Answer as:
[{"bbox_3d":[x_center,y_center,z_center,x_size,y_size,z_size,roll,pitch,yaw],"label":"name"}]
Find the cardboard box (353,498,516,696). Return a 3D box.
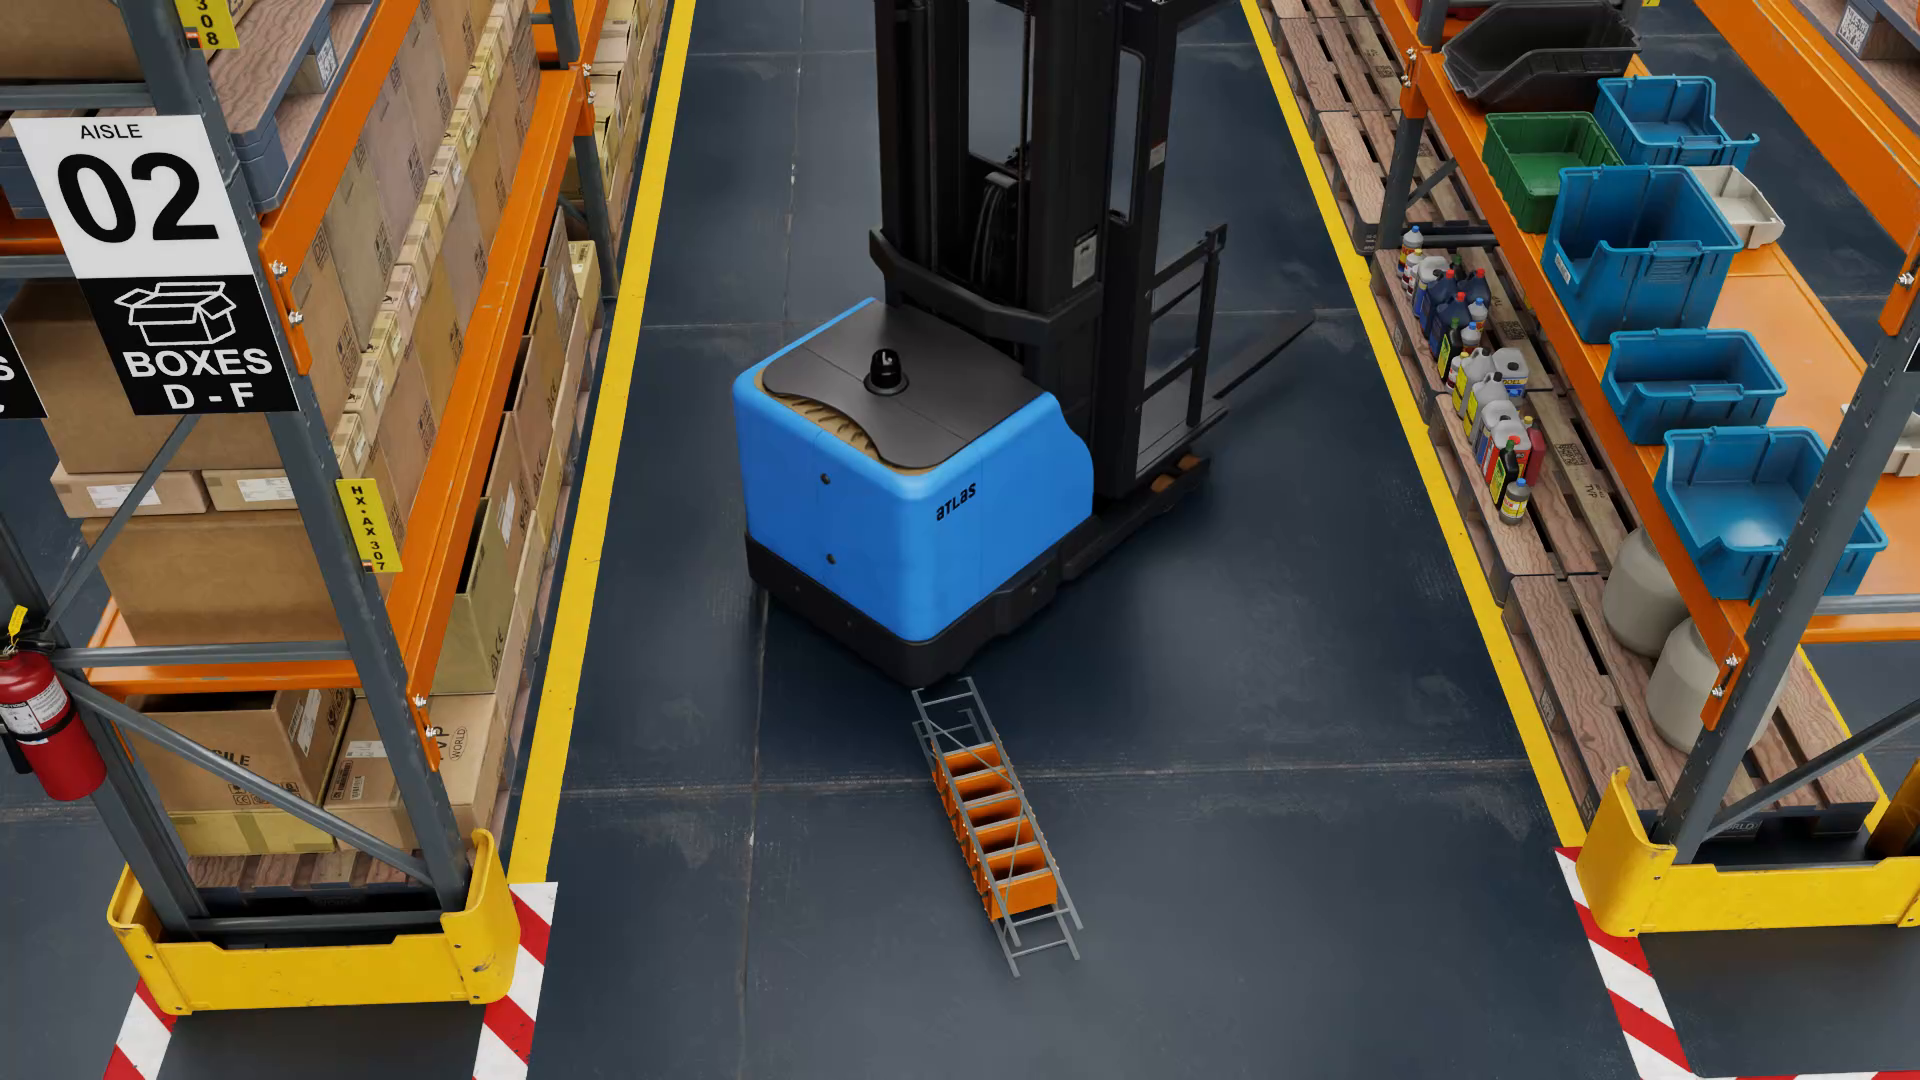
[{"bbox_3d":[-1.928,0.202,5.979,0.500,0.500,0.500,-2,43,-2],"label":"cardboard box"}]

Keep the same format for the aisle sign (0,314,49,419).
[{"bbox_3d":[-2.395,-0.580,3.739,0.394,0.787,0.004,-2,43,-2],"label":"aisle sign"}]

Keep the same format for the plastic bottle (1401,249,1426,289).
[{"bbox_3d":[2.254,-1.349,8.247,0.097,0.201,0.097,0,43,0],"label":"plastic bottle"}]

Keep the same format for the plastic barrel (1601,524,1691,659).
[{"bbox_3d":[2.719,0.168,6.378,0.421,0.512,0.421,0,43,0],"label":"plastic barrel"}]

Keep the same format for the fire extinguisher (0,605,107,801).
[{"bbox_3d":[-2.564,0.447,4.600,0.296,0.674,0.183,-2,43,-2],"label":"fire extinguisher"}]

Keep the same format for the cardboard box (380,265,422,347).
[{"bbox_3d":[-1.938,-0.739,5.282,0.380,0.149,0.250,-2,43,-2],"label":"cardboard box"}]

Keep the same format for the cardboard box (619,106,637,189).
[{"bbox_3d":[-2.065,-2.141,9.090,0.500,0.250,0.500,-1,43,-1],"label":"cardboard box"}]

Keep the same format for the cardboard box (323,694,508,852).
[{"bbox_3d":[-1.905,0.816,5.864,0.500,0.250,0.500,-2,43,-2],"label":"cardboard box"}]

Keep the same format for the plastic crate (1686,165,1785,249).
[{"bbox_3d":[2.996,-1.328,6.674,0.530,0.136,0.437,-2,43,-2],"label":"plastic crate"}]

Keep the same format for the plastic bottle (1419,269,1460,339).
[{"bbox_3d":[2.294,-1.143,7.912,0.144,0.351,0.185,-1,43,-1],"label":"plastic bottle"}]

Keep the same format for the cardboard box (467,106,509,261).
[{"bbox_3d":[-2.203,-1.418,6.503,0.700,0.500,0.500,-1,43,-1],"label":"cardboard box"}]

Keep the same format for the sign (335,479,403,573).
[{"bbox_3d":[-1.550,-0.035,4.369,0.100,0.325,0.005,-2,43,-2],"label":"sign"}]

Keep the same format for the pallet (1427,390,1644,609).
[{"bbox_3d":[2.716,-0.206,7.319,1.003,0.211,1.213,-2,43,-2],"label":"pallet"}]

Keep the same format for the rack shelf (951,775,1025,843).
[{"bbox_3d":[0.099,0.975,6.043,0.258,0.180,0.103,-12,44,-13],"label":"rack shelf"}]

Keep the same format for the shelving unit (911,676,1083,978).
[{"bbox_3d":[0.113,1.004,6.012,0.258,0.189,1.200,-12,44,-13],"label":"shelving unit"}]

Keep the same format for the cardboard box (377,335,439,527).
[{"bbox_3d":[-2.139,-0.381,5.372,0.700,0.500,0.500,-1,43,-1],"label":"cardboard box"}]

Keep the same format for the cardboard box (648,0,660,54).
[{"bbox_3d":[-2.135,-3.181,10.224,0.500,0.250,0.500,-1,43,-1],"label":"cardboard box"}]

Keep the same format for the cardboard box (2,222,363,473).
[{"bbox_3d":[-2.114,-0.541,4.586,0.700,0.500,0.500,-1,43,-2],"label":"cardboard box"}]

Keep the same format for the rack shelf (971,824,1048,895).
[{"bbox_3d":[0.173,1.129,5.875,0.258,0.180,0.103,-12,44,-13],"label":"rack shelf"}]

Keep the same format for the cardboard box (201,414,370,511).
[{"bbox_3d":[-1.906,-0.222,4.718,0.380,0.149,0.250,-2,43,-2],"label":"cardboard box"}]

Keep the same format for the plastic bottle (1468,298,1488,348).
[{"bbox_3d":[2.421,-1.020,7.836,0.097,0.271,0.097,0,43,0],"label":"plastic bottle"}]

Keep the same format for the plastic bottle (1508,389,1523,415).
[{"bbox_3d":[2.447,-0.581,7.410,0.097,0.201,0.097,0,43,0],"label":"plastic bottle"}]

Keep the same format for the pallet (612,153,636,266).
[{"bbox_3d":[-2.345,-1.843,9.105,1.003,0.211,1.213,-2,43,-2],"label":"pallet"}]

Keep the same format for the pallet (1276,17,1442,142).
[{"bbox_3d":[2.547,-2.841,10.193,1.003,0.211,1.213,-2,43,-2],"label":"pallet"}]

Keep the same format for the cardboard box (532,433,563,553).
[{"bbox_3d":[-1.967,-0.197,6.969,0.500,0.250,0.500,-2,43,-2],"label":"cardboard box"}]

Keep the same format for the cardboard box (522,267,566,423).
[{"bbox_3d":[-2.002,-0.810,7.083,0.500,0.500,0.500,-2,43,-2],"label":"cardboard box"}]

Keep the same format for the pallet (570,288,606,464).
[{"bbox_3d":[-2.283,-0.809,7.976,1.003,0.211,1.213,-2,43,-2],"label":"pallet"}]

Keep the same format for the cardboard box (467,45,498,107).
[{"bbox_3d":[-2.008,-1.786,6.425,0.380,0.149,0.250,-2,43,-2],"label":"cardboard box"}]

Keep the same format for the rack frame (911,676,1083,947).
[{"bbox_3d":[0.113,0.936,5.950,0.240,0.006,1.200,-12,44,-13],"label":"rack frame"}]

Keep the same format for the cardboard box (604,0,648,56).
[{"bbox_3d":[-2.110,-3.047,9.663,0.500,0.311,0.500,-1,43,-1],"label":"cardboard box"}]

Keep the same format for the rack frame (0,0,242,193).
[{"bbox_3d":[-2.105,-1.886,2.648,1.000,3.000,0.127,-2,43,-2],"label":"rack frame"}]

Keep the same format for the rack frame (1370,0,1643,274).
[{"bbox_3d":[2.674,-2.515,7.773,1.000,3.000,0.127,-2,43,-2],"label":"rack frame"}]

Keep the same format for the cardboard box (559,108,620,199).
[{"bbox_3d":[-2.043,-2.009,8.531,0.500,0.311,0.500,-2,43,-2],"label":"cardboard box"}]

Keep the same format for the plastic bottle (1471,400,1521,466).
[{"bbox_3d":[2.339,-0.464,7.227,0.152,0.276,0.135,-3,43,-3],"label":"plastic bottle"}]

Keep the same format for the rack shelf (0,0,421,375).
[{"bbox_3d":[-2.190,-1.865,5.378,1.077,0.370,4.000,-2,43,-2],"label":"rack shelf"}]

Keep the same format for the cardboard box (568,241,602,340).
[{"bbox_3d":[-2.037,-1.209,8.074,0.500,0.250,0.500,-2,43,-2],"label":"cardboard box"}]

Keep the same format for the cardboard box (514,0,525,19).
[{"bbox_3d":[-2.041,-2.306,6.992,0.380,0.149,0.250,-2,43,-3],"label":"cardboard box"}]

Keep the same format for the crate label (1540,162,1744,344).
[{"bbox_3d":[2.496,-1.062,6.162,0.502,0.435,0.616,-2,43,-2],"label":"crate label"}]

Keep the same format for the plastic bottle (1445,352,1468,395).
[{"bbox_3d":[2.291,-0.769,7.615,0.097,0.201,0.097,0,43,0],"label":"plastic bottle"}]

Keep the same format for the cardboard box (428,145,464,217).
[{"bbox_3d":[-1.971,-1.259,5.850,0.380,0.149,0.250,-1,43,-1],"label":"cardboard box"}]

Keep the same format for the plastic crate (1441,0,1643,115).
[{"bbox_3d":[2.570,-2.135,7.405,0.767,0.338,0.504,-2,43,-2],"label":"plastic crate"}]

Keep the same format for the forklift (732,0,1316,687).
[{"bbox_3d":[0.476,-1.416,6.626,1.130,2.935,3.031,32,51,30],"label":"forklift"}]

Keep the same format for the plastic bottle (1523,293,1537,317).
[{"bbox_3d":[2.846,-1.270,8.050,0.144,0.351,0.185,-2,43,-2],"label":"plastic bottle"}]

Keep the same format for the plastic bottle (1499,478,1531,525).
[{"bbox_3d":[2.328,-0.172,6.963,0.097,0.201,0.097,0,43,0],"label":"plastic bottle"}]

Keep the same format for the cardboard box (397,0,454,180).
[{"bbox_3d":[-2.185,-1.574,5.713,0.700,0.500,0.500,-2,43,-2],"label":"cardboard box"}]

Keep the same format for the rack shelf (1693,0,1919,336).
[{"bbox_3d":[2.759,-2.005,5.530,1.077,0.370,4.000,-2,43,-2],"label":"rack shelf"}]
